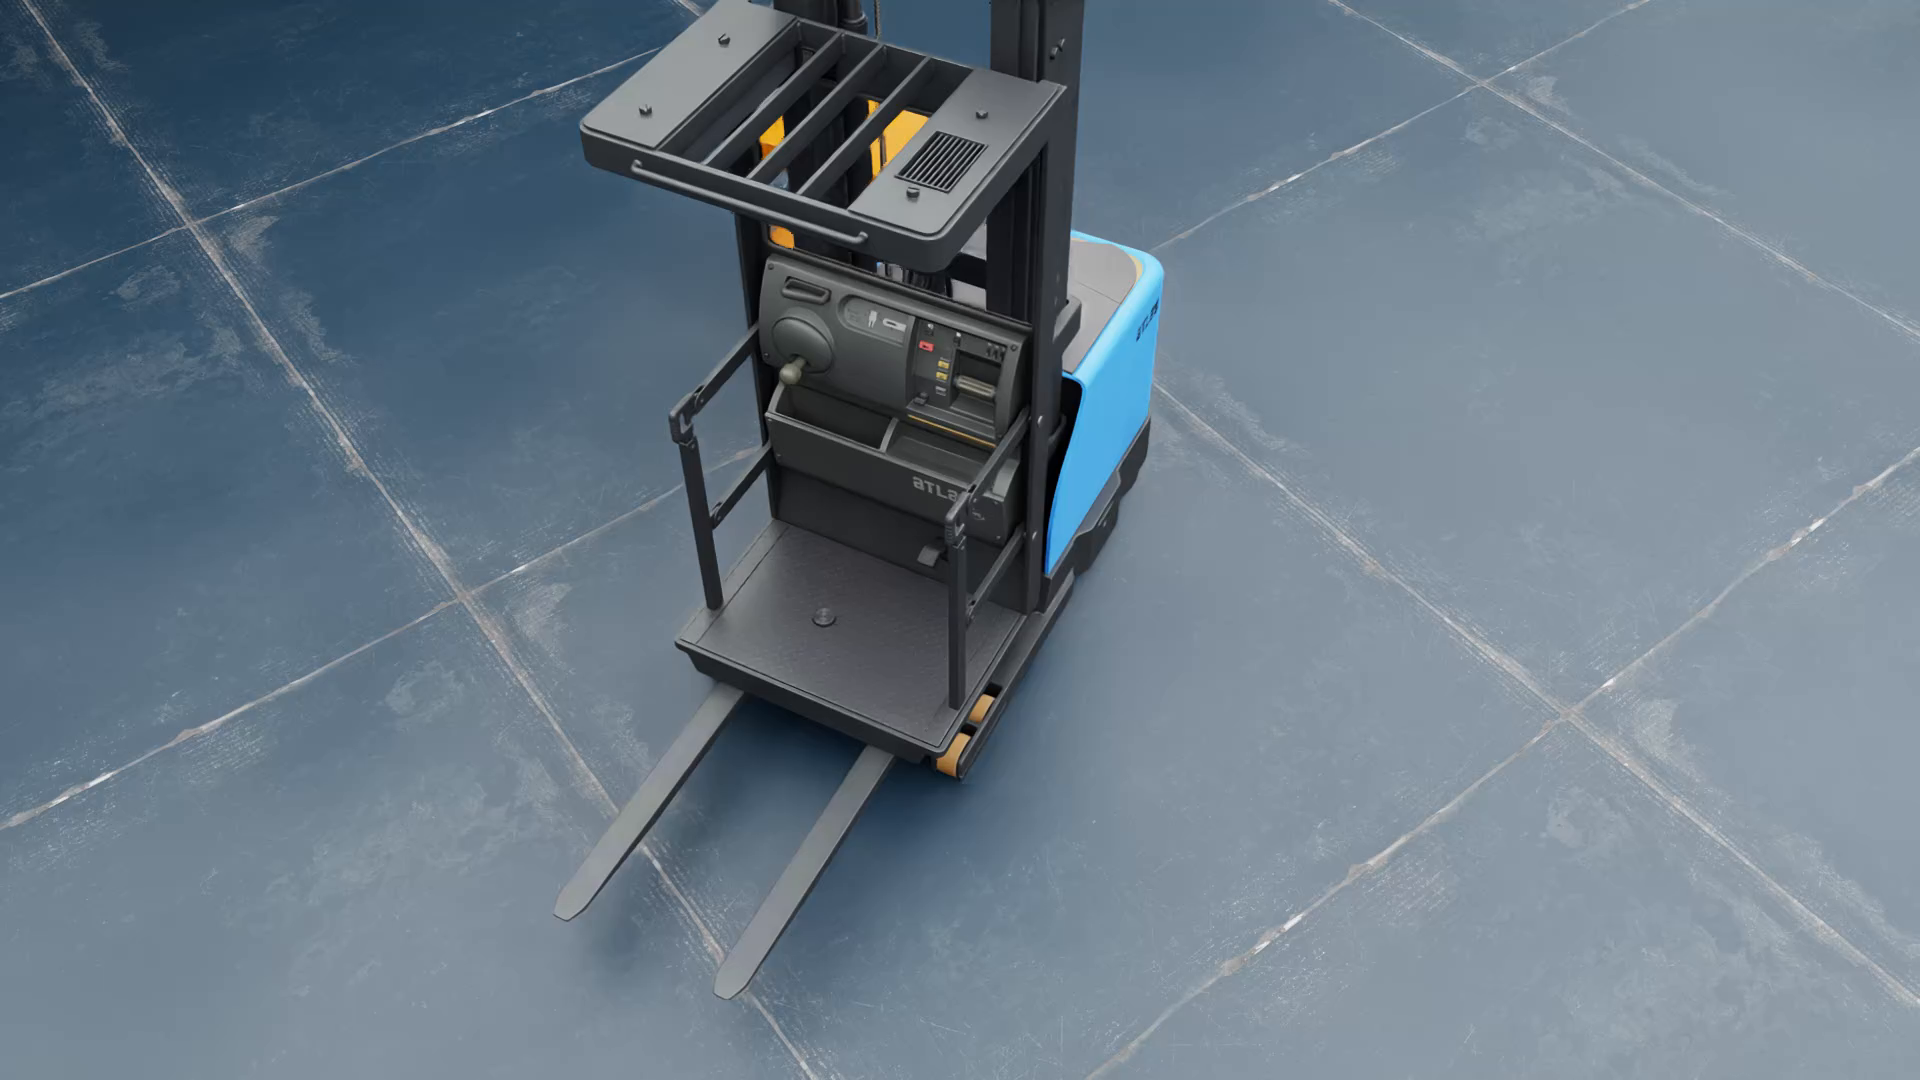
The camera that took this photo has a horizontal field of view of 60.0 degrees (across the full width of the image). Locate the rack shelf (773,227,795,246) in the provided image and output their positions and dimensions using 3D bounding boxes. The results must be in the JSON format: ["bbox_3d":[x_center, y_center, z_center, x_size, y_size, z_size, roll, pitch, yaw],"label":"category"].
[{"bbox_3d":[-0.319,-1.249,7.452,1.000,0.278,0.538,20,51,17],"label":"rack shelf"}]

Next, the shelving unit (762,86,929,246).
[{"bbox_3d":[-0.319,-1.413,7.271,1.048,1.125,0.538,20,51,17],"label":"shelving unit"}]

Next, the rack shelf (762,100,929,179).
[{"bbox_3d":[-0.319,-1.610,7.054,1.000,0.278,0.538,20,51,17],"label":"rack shelf"}]

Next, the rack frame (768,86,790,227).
[{"bbox_3d":[-0.776,-1.578,7.420,0.032,1.125,0.500,20,51,17],"label":"rack frame"}]

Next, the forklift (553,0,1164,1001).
[{"bbox_3d":[-0.331,-0.518,5.240,1.130,2.935,3.031,21,51,18],"label":"forklift"}]
